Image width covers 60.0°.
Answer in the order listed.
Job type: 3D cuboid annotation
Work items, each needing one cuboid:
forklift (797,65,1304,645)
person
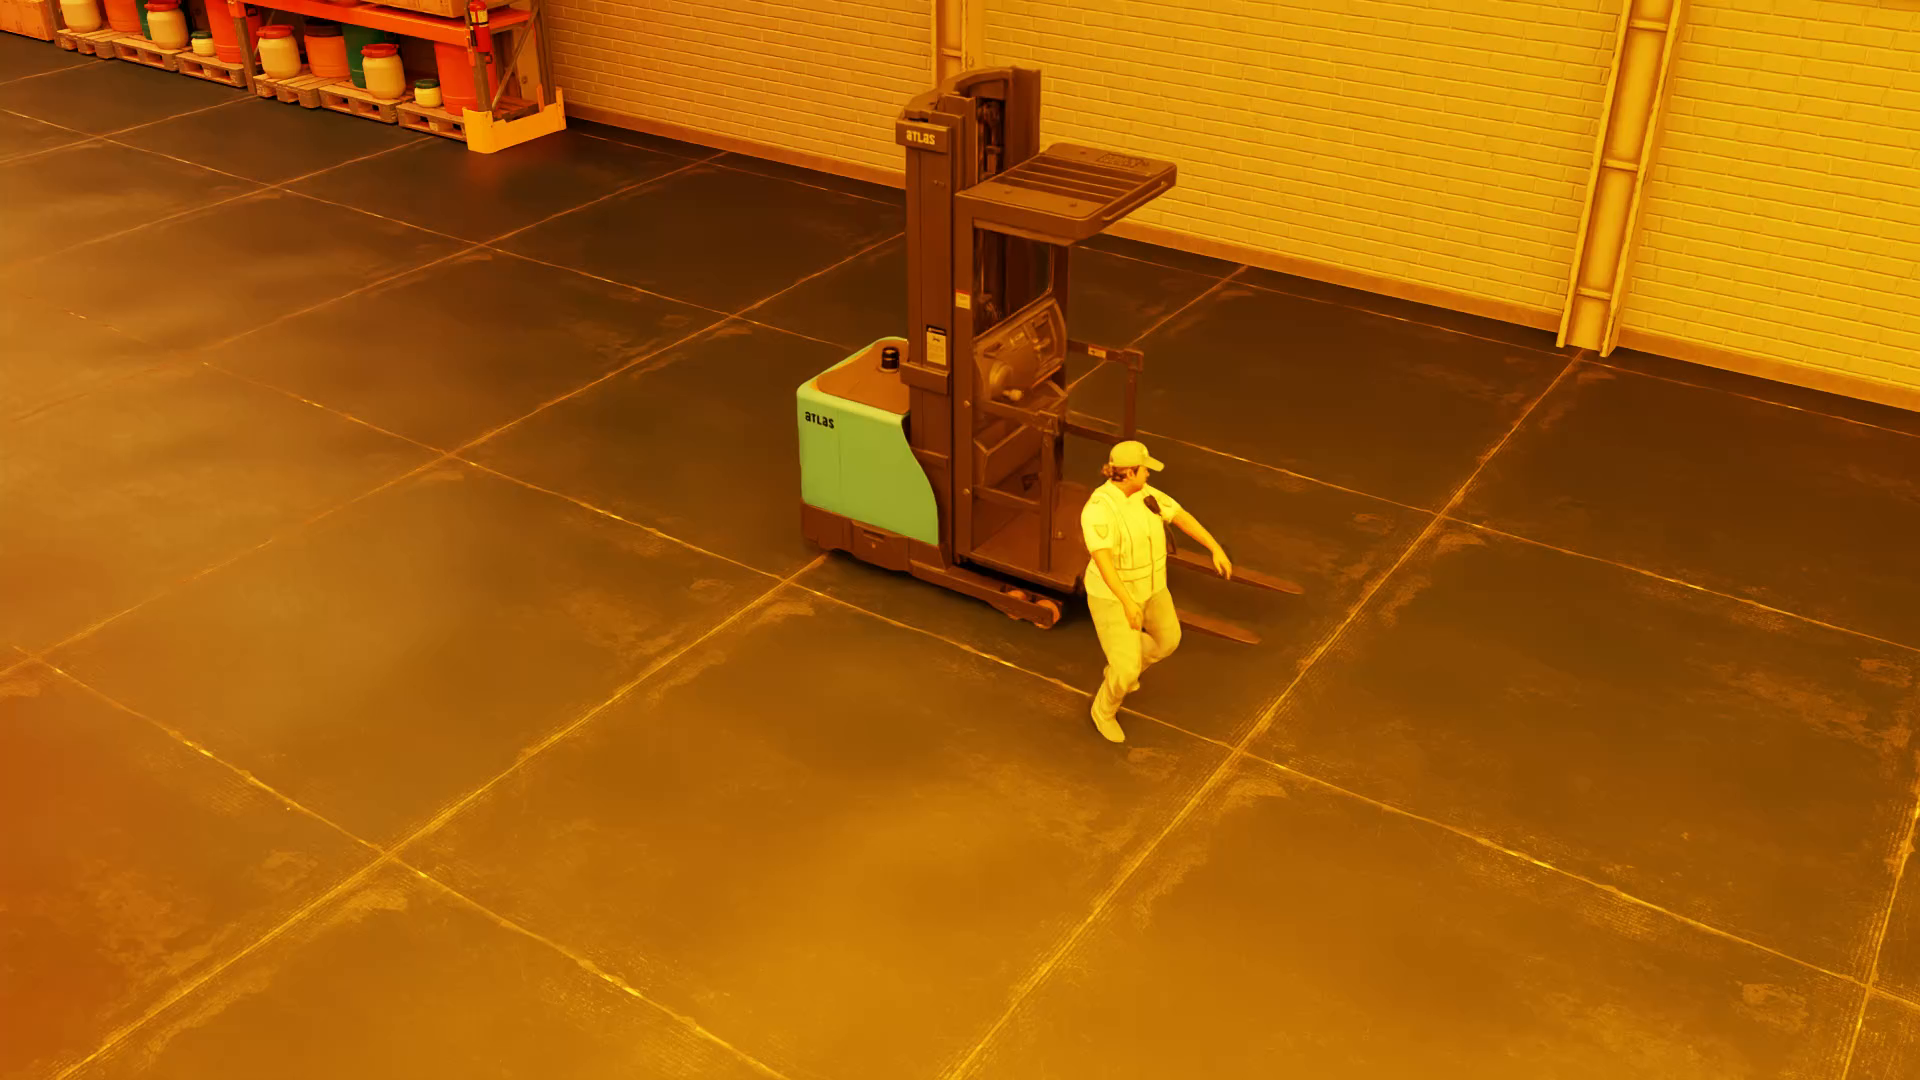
[{"bbox_3d":[0.523,-1.057,9.402,3.031,2.935,1.130,18,35,28],"label":"forklift"},{"bbox_3d":[0.937,0.303,8.533,0.690,1.588,0.702,25,39,37],"label":"person"}]
